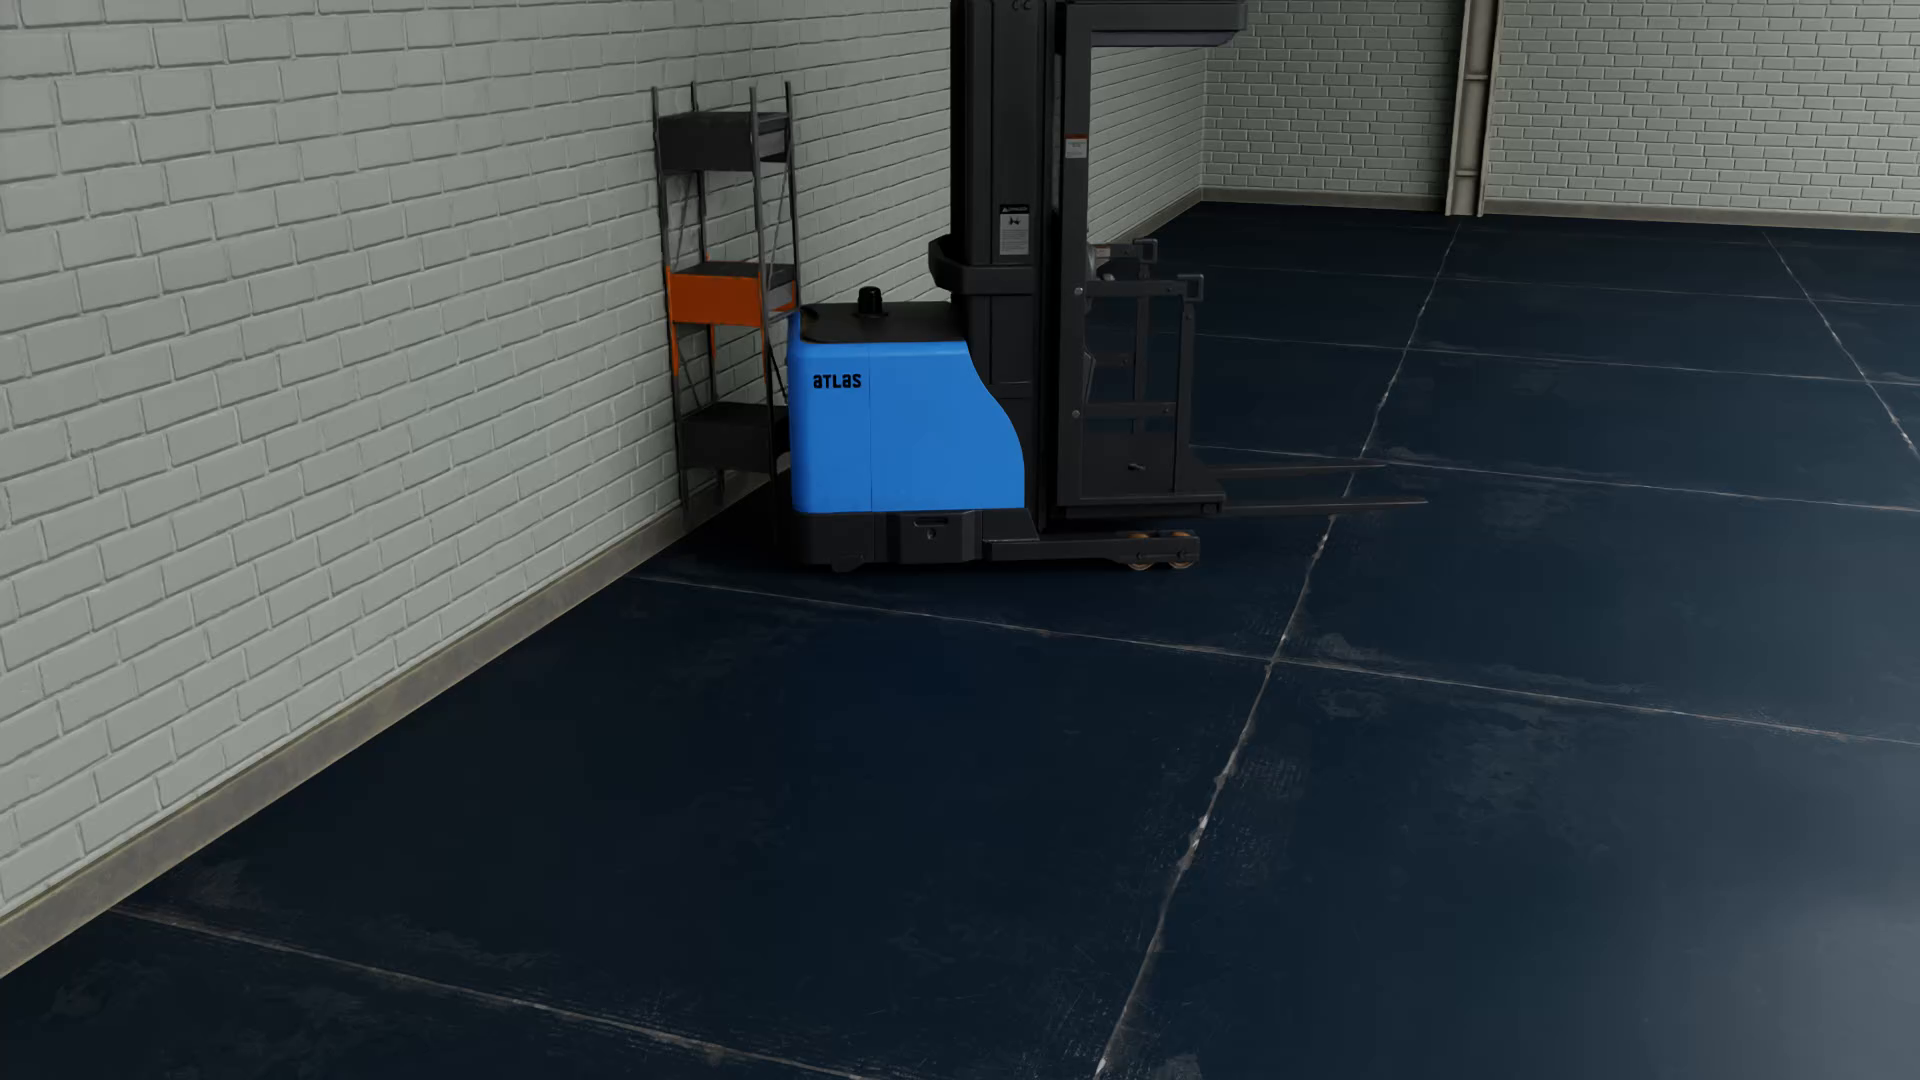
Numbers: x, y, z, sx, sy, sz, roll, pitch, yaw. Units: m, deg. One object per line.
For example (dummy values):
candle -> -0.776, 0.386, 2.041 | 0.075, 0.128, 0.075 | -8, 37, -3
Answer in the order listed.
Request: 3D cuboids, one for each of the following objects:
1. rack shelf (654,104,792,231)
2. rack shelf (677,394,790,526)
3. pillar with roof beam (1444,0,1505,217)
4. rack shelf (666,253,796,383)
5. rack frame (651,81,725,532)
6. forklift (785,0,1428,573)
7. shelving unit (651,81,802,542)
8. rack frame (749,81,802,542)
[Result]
rack shelf -> -1.072, -1.720, 7.643 | 0.480, 0.518, 0.431 | 6, 20, 19
rack shelf -> -1.048, -0.397, 8.099 | 0.480, 0.518, 0.431 | 6, 20, 19
pillar with roof beam -> 4.177, -6.526, 13.128 | 0.400, 9.000, 9.100 | 7, 20, 18
rack shelf -> -1.060, -1.059, 7.871 | 0.480, 0.518, 0.431 | 6, 20, 19
rack frame -> -1.290, -1.094, 7.945 | 0.015, 2.100, 0.400 | 6, 20, 19
forklift -> 0.695, -1.418, 7.692 | 3.031, 2.935, 1.130 | -2, 19, -5
shelving unit -> -1.060, -1.072, 7.866 | 0.503, 2.100, 0.431 | 6, 20, 19
rack frame -> -0.830, -1.049, 7.788 | 0.015, 2.100, 0.400 | 6, 20, 19
